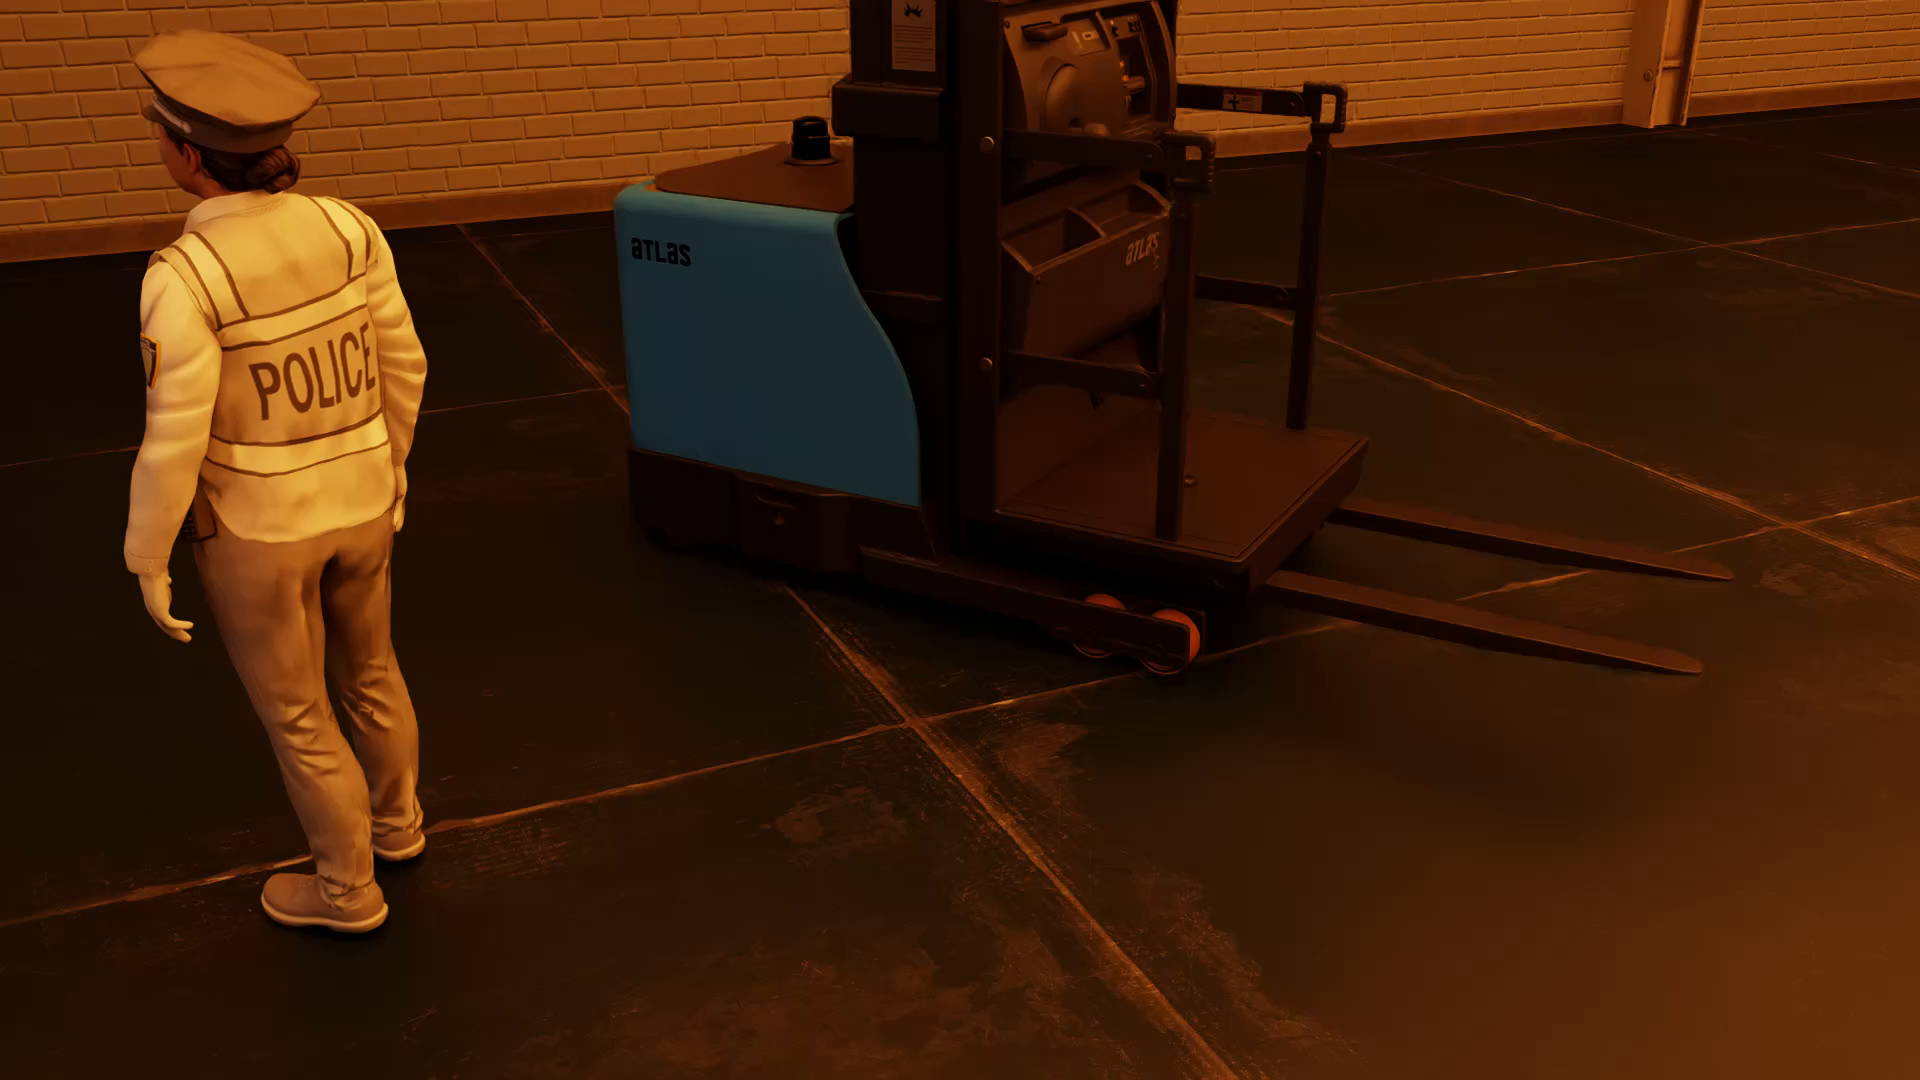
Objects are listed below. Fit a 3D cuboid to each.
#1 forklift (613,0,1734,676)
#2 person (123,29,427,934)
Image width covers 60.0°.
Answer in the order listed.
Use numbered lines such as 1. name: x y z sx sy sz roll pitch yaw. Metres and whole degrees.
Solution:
1. forklift: 0.533 -1.239 4.269 3.031 2.935 1.130 12 25 27
2. person: -1.253 -0.046 2.996 0.528 1.696 0.586 13 26 28
